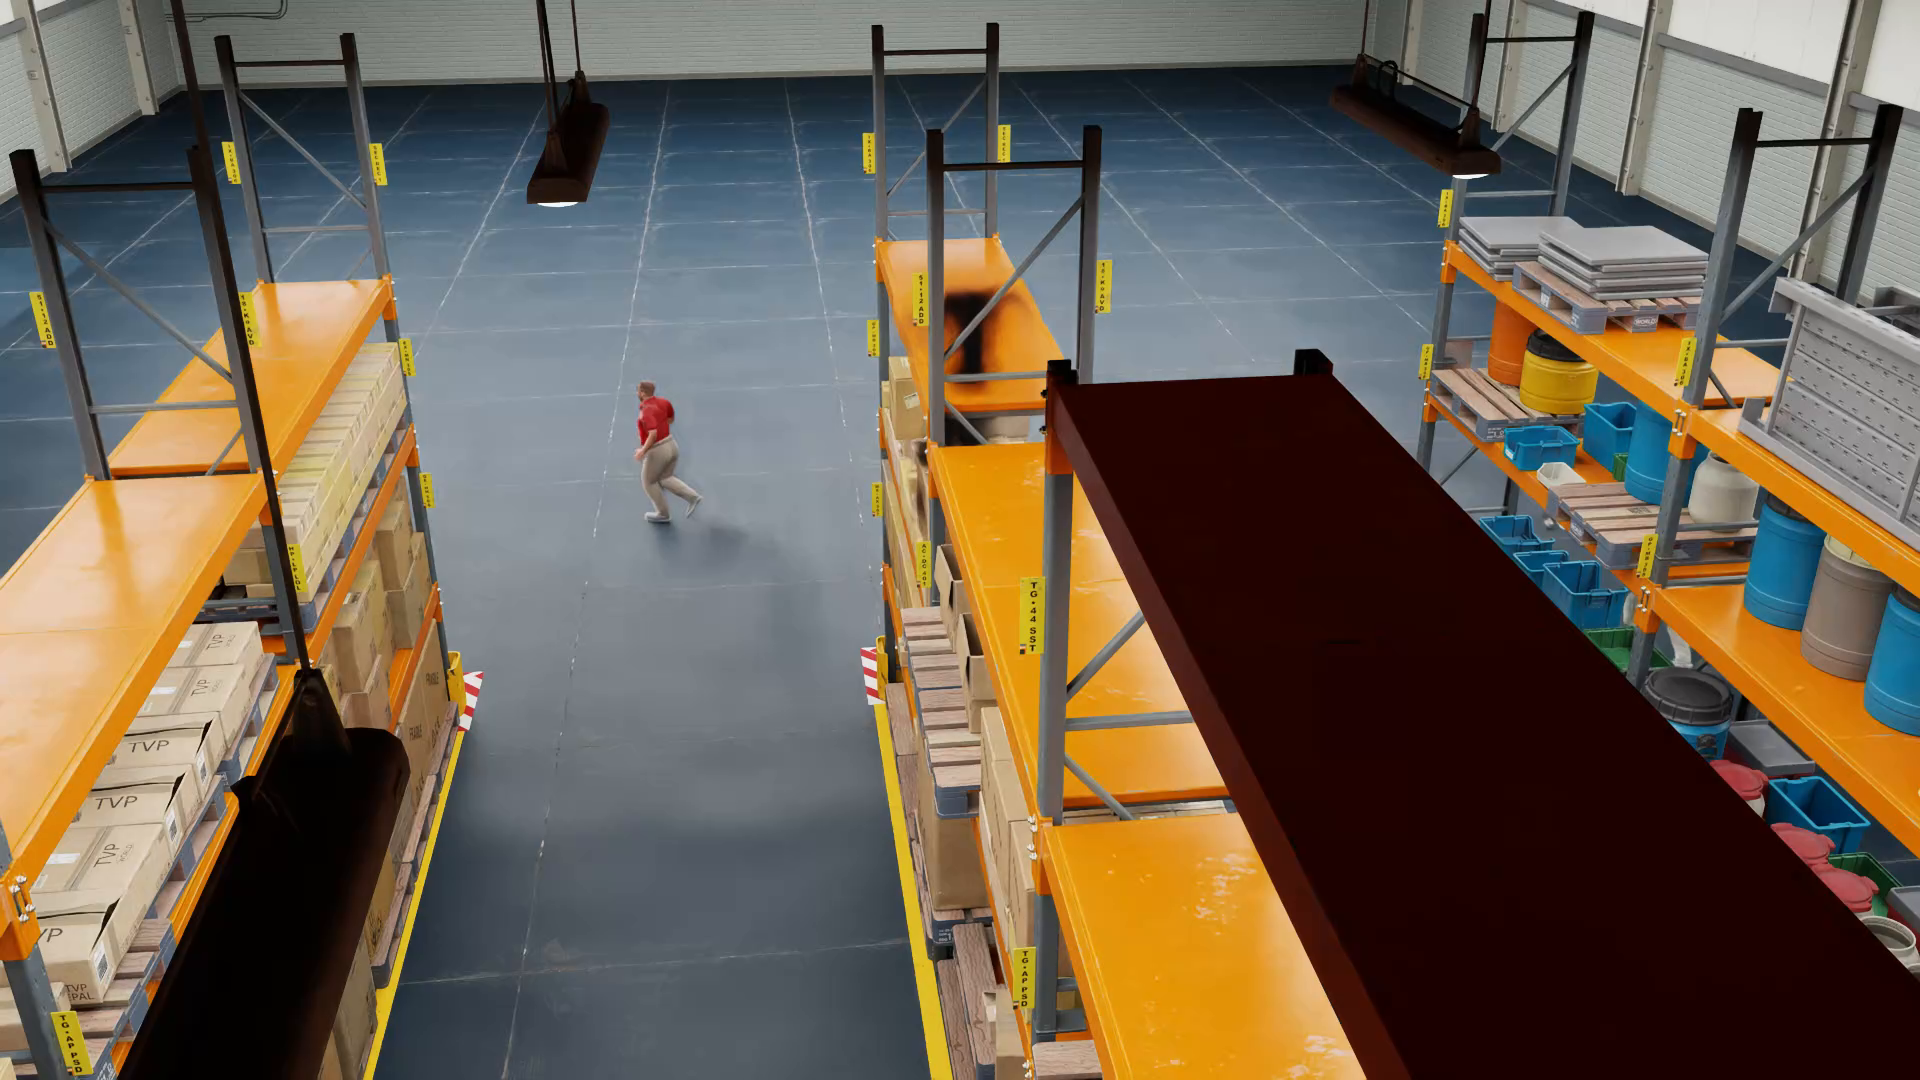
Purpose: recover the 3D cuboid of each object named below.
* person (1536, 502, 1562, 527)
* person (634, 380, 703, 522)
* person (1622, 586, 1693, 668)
[{"bbox_3d":[6.578,-0.832,18.471,0.888,1.505,0.595,10,27,20],"label":"person"},{"bbox_3d":[-3.313,-0.984,18.658,0.772,1.677,0.663,9,27,18],"label":"person"},{"bbox_3d":[6.626,0.447,15.644,0.550,1.724,0.842,-12,28,-23],"label":"person"}]
